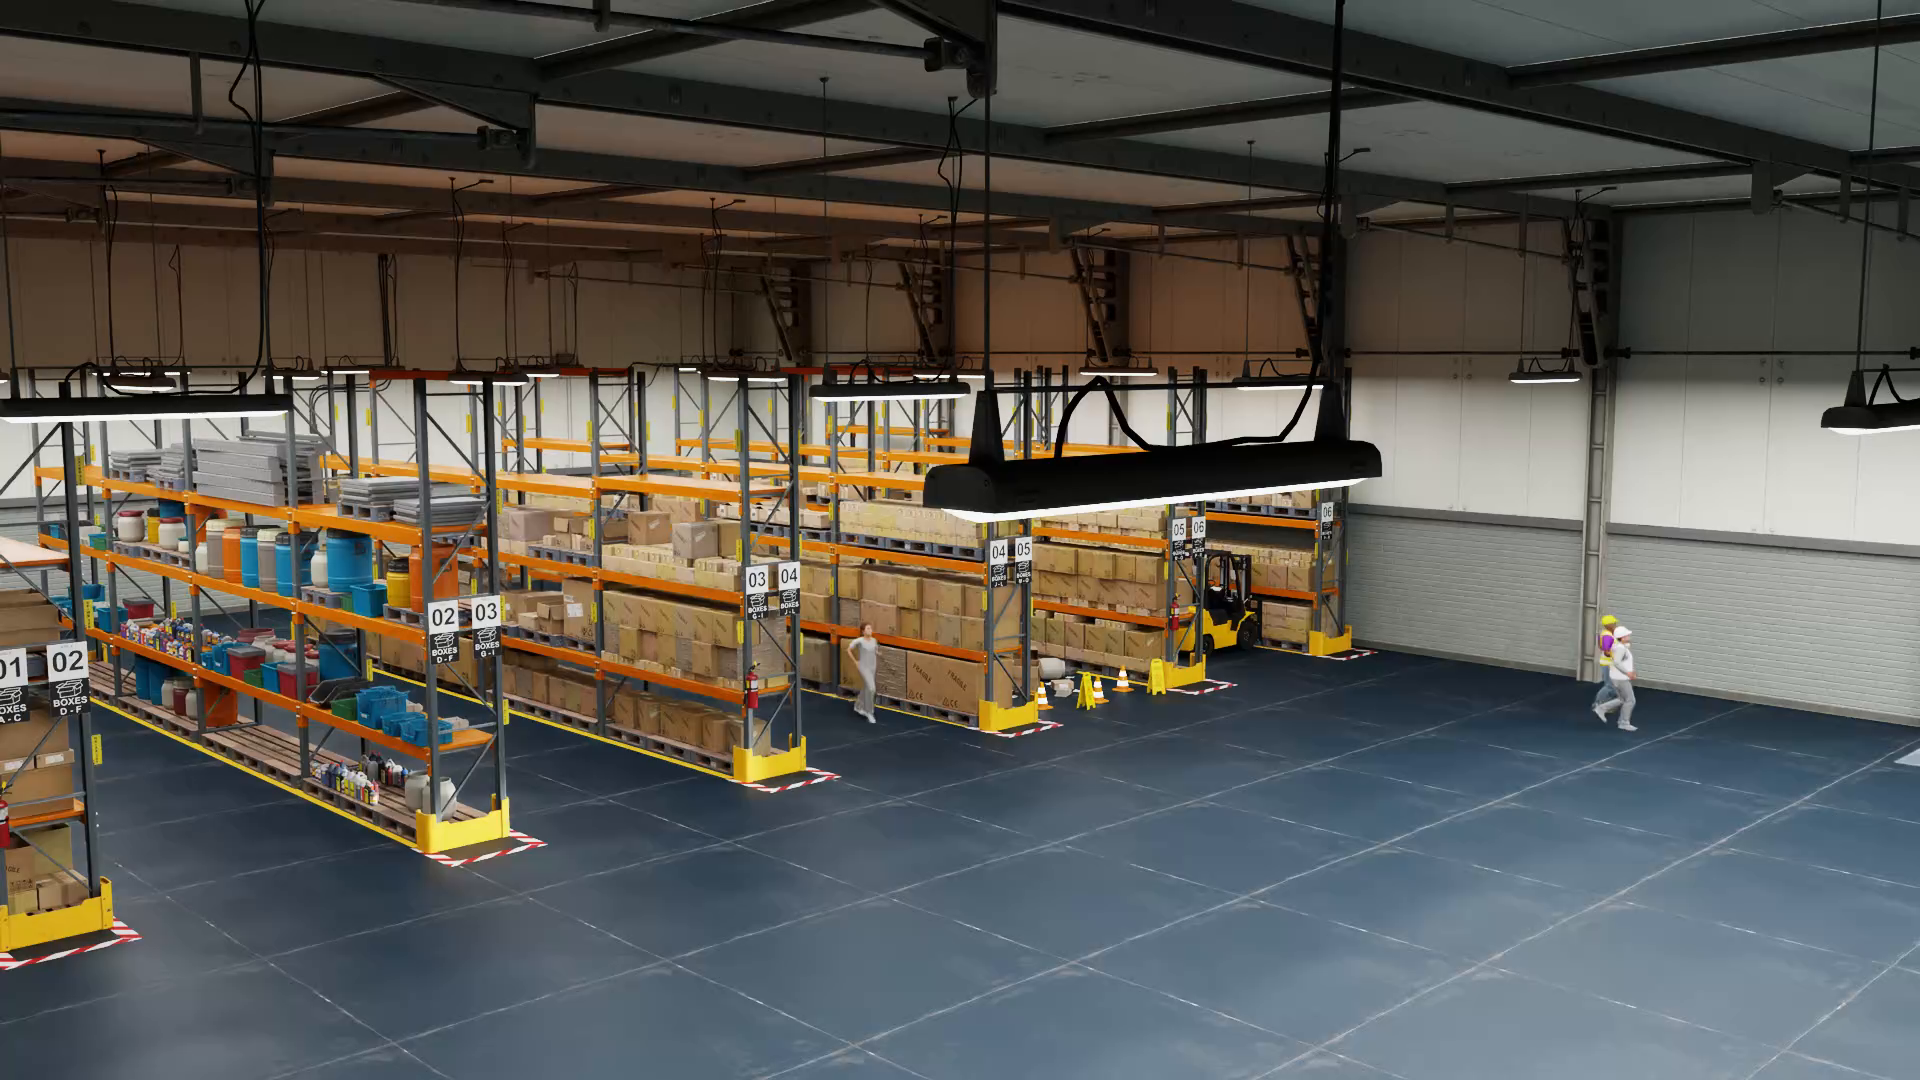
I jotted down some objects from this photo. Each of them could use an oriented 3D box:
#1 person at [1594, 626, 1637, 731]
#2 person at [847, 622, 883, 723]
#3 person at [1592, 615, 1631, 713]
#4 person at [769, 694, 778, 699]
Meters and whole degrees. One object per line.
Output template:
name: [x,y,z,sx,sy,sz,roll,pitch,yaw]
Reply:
person: [11.063,2.321,27.915,0.655,1.753,0.670,2,7,13]
person: [-1.617,2.271,28.707,0.709,1.725,0.548,6,9,43]
person: [11.415,2.186,29.066,0.629,1.754,0.680,3,7,28]
person: [-3.666,1.964,30.711,0.978,1.809,0.686,5,8,39]
